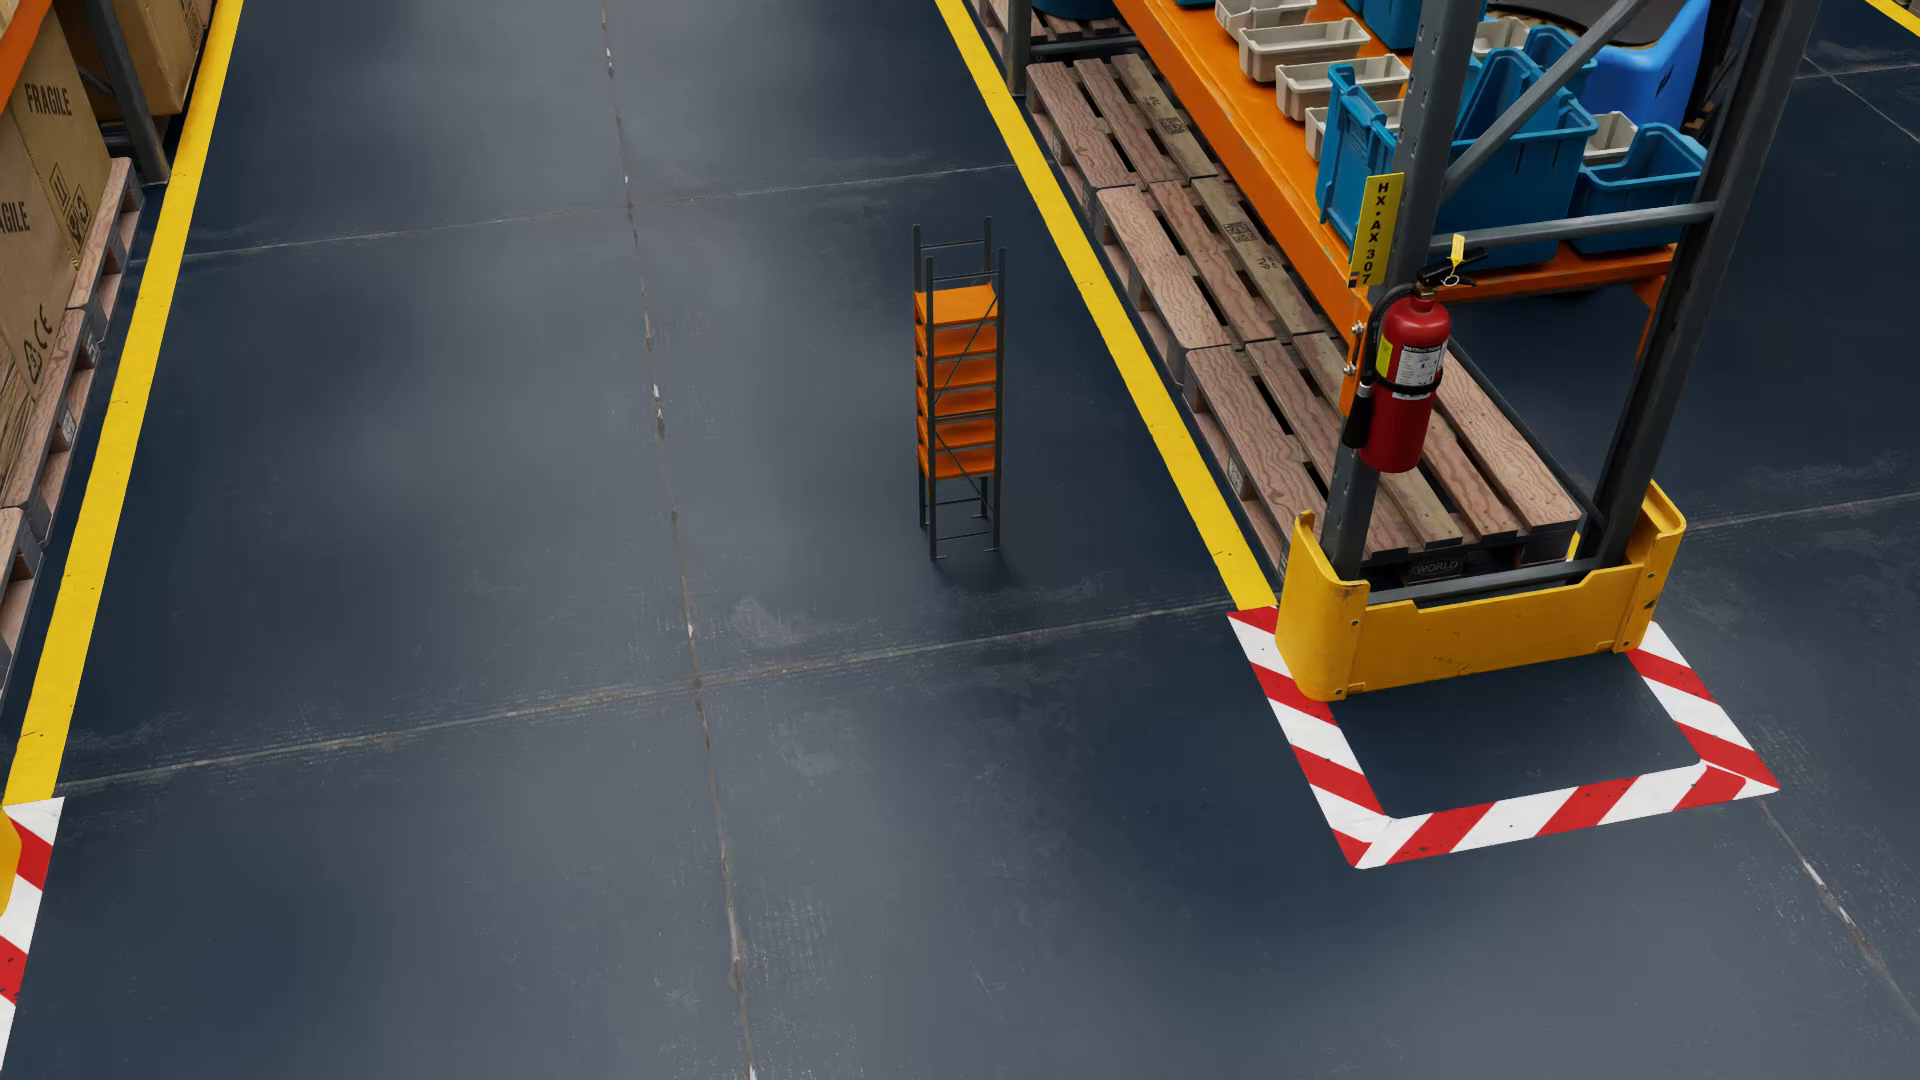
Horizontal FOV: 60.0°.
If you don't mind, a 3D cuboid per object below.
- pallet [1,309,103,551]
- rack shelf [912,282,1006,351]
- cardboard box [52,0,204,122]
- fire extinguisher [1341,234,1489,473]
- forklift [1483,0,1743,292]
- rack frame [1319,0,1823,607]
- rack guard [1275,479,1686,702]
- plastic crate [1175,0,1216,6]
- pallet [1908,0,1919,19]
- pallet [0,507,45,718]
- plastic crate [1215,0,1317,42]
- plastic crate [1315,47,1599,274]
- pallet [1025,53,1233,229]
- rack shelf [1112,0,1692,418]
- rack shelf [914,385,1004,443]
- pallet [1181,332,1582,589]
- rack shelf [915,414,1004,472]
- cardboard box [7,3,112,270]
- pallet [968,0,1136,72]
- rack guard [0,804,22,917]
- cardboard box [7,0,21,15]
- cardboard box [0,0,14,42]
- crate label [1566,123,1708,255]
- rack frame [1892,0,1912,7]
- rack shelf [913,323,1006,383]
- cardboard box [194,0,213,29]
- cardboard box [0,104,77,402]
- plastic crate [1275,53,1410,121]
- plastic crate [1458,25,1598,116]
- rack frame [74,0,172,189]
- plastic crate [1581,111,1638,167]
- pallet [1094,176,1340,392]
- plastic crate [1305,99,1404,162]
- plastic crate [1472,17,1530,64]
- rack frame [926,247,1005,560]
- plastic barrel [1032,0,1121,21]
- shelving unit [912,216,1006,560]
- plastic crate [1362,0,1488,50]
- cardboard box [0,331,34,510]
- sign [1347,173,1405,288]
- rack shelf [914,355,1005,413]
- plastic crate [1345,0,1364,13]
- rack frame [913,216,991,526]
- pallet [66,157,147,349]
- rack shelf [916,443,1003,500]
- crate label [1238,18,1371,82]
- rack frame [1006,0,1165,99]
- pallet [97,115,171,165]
[{"bbox_3d":[-3.749,-0.361,5.997,1.003,0.211,1.213,-8,42,-9],"label":"pallet"},{"bbox_3d":[-0.003,-0.694,5.153,0.258,0.103,0.180,-8,42,-9],"label":"rack shelf"},{"bbox_3d":[-4.261,-2.475,7.562,1.225,0.875,0.875,-8,42,-9],"label":"cardboard box"},{"bbox_3d":[1.185,-0.486,4.377,0.296,0.674,0.183,-8,42,-9],"label":"fire extinguisher"},{"bbox_3d":[2.946,-3.060,6.990,1.130,2.935,3.031,23,46,24],"label":"forklift"},{"bbox_3d":[1.597,-0.817,4.411,1.000,3.000,0.127,-8,42,-9],"label":"rack frame"},{"bbox_3d":[1.614,0.132,5.225,1.175,0.500,0.348,-8,42,-9],"label":"rack guard"},{"bbox_3d":[0.903,-2.071,5.905,0.416,0.233,0.300,-8,42,-9],"label":"plastic crate"},{"bbox_3d":[5.718,-2.629,8.553,1.003,0.211,1.213,-8,42,-9],"label":"pallet"},{"bbox_3d":[-3.489,0.429,5.108,1.003,0.211,1.213,-8,42,-9],"label":"pallet"},{"bbox_3d":[1.029,-1.800,5.671,0.298,0.136,0.250,-8,42,-9],"label":"plastic crate"},{"bbox_3d":[1.342,-1.043,4.594,0.616,0.435,0.499,-8,42,-9],"label":"plastic crate"},{"bbox_3d":[0.930,-1.896,7.727,1.003,0.211,1.213,-8,42,-9],"label":"pallet"},{"bbox_3d":[1.165,-1.844,6.110,1.077,0.370,4.000,-8,42,-9],"label":"rack shelf"},{"bbox_3d":[-0.003,-0.425,5.392,0.258,0.103,0.180,-8,42,-9],"label":"rack shelf"},{"bbox_3d":[1.456,-0.314,5.945,1.003,0.211,1.213,-8,42,-9],"label":"pallet"},{"bbox_3d":[-0.003,-0.335,5.471,0.258,0.103,0.180,-8,42,-9],"label":"rack shelf"},{"bbox_3d":[-4.039,-1.623,6.603,0.875,0.875,0.875,-8,42,-9],"label":"cardboard box"},{"bbox_3d":[0.607,-2.873,8.828,1.003,0.211,1.213,-8,42,-9],"label":"pallet"},{"bbox_3d":[-3.235,0.843,4.424,1.175,0.500,0.348,-8,42,-9],"label":"rack guard"},{"bbox_3d":[-3.551,-1.955,5.883,0.380,0.149,0.250,-8,42,-8],"label":"cardboard box"},{"bbox_3d":[-3.495,-1.788,5.694,0.380,0.149,0.250,-8,42,-8],"label":"cardboard box"},{"bbox_3d":[1.865,-0.984,4.680,0.416,0.233,0.303,-8,42,-9],"label":"crate label"},{"bbox_3d":[5.571,-4.117,8.129,1.000,3.000,0.127,-8,42,-9],"label":"rack frame"},{"bbox_3d":[-0.003,-0.604,5.232,0.258,0.103,0.180,-8,42,-9],"label":"rack shelf"},{"bbox_3d":[-4.454,-3.054,8.215,1.225,0.875,0.875,-10,43,-11],"label":"cardboard box"},{"bbox_3d":[-3.844,-1.040,5.946,0.875,0.875,0.875,-8,42,-9],"label":"cardboard box"},{"bbox_3d":[1.195,-1.433,5.259,0.396,0.136,0.243,-8,42,-9],"label":"plastic crate"},{"bbox_3d":[1.723,-1.411,5.161,0.416,0.233,0.300,-8,42,-9],"label":"plastic crate"},{"bbox_3d":[-4.103,-2.700,6.532,1.000,3.000,0.127,-8,42,-9],"label":"rack frame"},{"bbox_3d":[1.876,-1.168,4.959,0.250,0.136,0.298,-8,42,-9],"label":"plastic crate"},{"bbox_3d":[1.197,-1.103,6.834,1.003,0.211,1.213,-8,42,-9],"label":"pallet"},{"bbox_3d":[1.244,-1.243,5.045,0.396,0.136,0.243,-8,42,-9],"label":"plastic crate"},{"bbox_3d":[1.730,-1.607,5.455,0.250,0.136,0.298,-8,42,-9],"label":"plastic crate"},{"bbox_3d":[0.017,-0.399,5.295,0.240,1.200,0.006,-8,42,-9],"label":"rack frame"},{"bbox_3d":[0.632,-3.137,8.289,0.600,0.901,0.708,-8,42,-9],"label":"plastic barrel"},{"bbox_3d":[-0.003,-0.458,5.362,0.258,1.200,0.189,-8,42,-9],"label":"shelving unit"},{"bbox_3d":[1.580,-1.837,5.641,0.416,0.233,0.300,-8,42,-9],"label":"plastic crate"},{"bbox_3d":[-3.652,-0.463,5.296,0.875,0.875,0.875,-8,42,-9],"label":"cardboard box"},{"bbox_3d":[1.063,-0.789,4.256,0.100,0.325,0.005,-8,42,-9],"label":"sign"},{"bbox_3d":[-0.003,-0.515,5.312,0.258,0.103,0.180,-8,42,-9],"label":"rack shelf"},{"bbox_3d":[1.516,-2.032,5.861,0.416,0.233,0.300,-8,42,-9],"label":"plastic crate"},{"bbox_3d":[-0.023,-0.517,5.429,0.240,1.200,0.006,-8,42,-9],"label":"rack frame"},{"bbox_3d":[-4.015,-1.153,6.890,1.003,0.211,1.213,-8,42,-9],"label":"pallet"},{"bbox_3d":[-0.003,-0.245,5.551,0.258,0.103,0.180,-8,42,-9],"label":"rack shelf"},{"bbox_3d":[1.111,-1.610,5.458,0.396,0.136,0.243,-8,42,-9],"label":"crate label"},{"bbox_3d":[0.733,-3.410,7.332,1.000,3.000,0.127,-8,42,-9],"label":"rack frame"},{"bbox_3d":[-4.343,-2.147,8.009,1.003,0.211,1.213,-8,42,-9],"label":"pallet"}]
